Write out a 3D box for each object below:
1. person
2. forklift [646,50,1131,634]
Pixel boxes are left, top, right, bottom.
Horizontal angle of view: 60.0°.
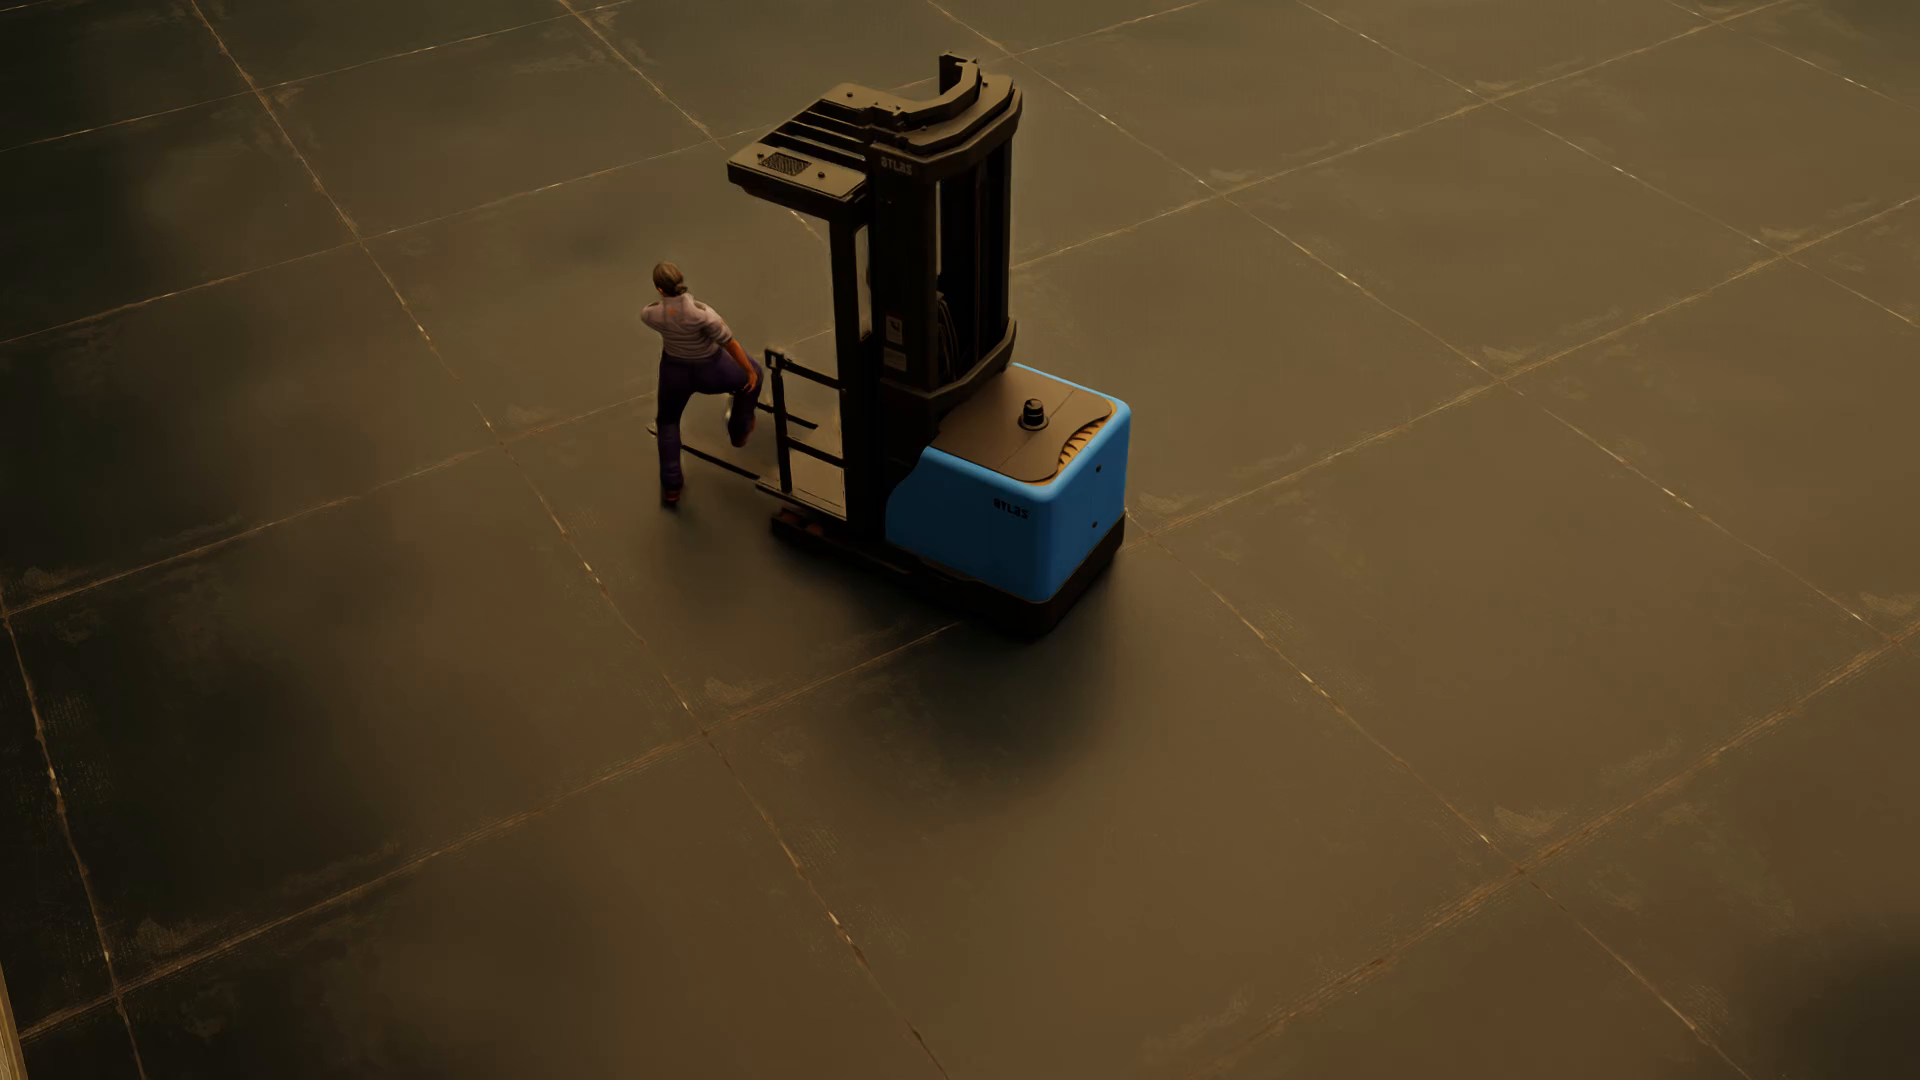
[{"bbox_3d":[-1.558,-1.053,10.117,0.655,1.555,0.793,0,41,0],"label":"person"},{"bbox_3d":[-0.544,-1.312,9.373,3.031,2.935,1.130,22,46,24],"label":"forklift"}]
